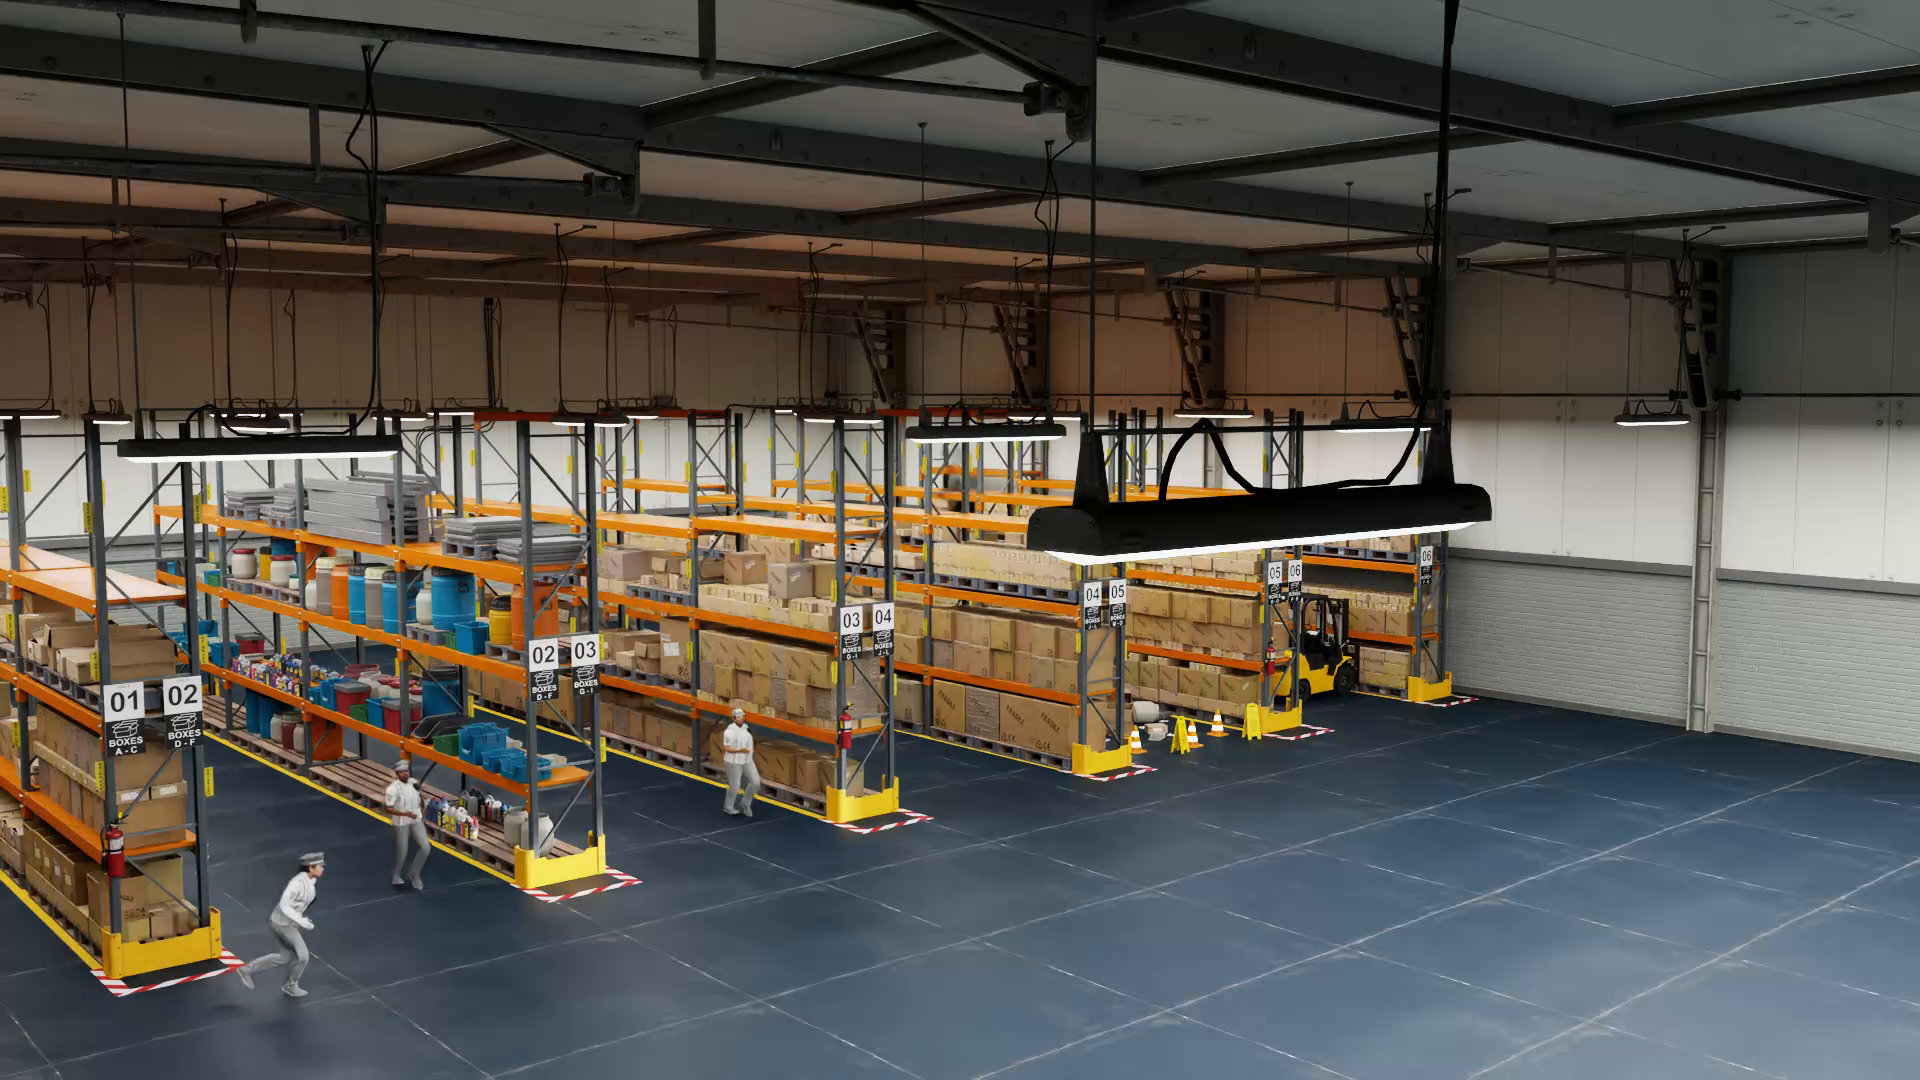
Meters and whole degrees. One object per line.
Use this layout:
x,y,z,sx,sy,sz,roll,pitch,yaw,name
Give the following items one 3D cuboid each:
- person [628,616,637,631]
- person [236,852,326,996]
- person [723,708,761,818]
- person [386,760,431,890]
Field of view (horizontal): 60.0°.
-8.302,1.818,41.443,0.923,1.720,0.722,1,5,11,person
-7.116,4.062,17.484,0.903,1.554,0.627,-1,5,-6,person
-3.277,3.337,24.822,0.685,1.680,0.580,5,7,44,person
-7.064,3.642,21.288,0.703,1.702,0.582,5,7,43,person
